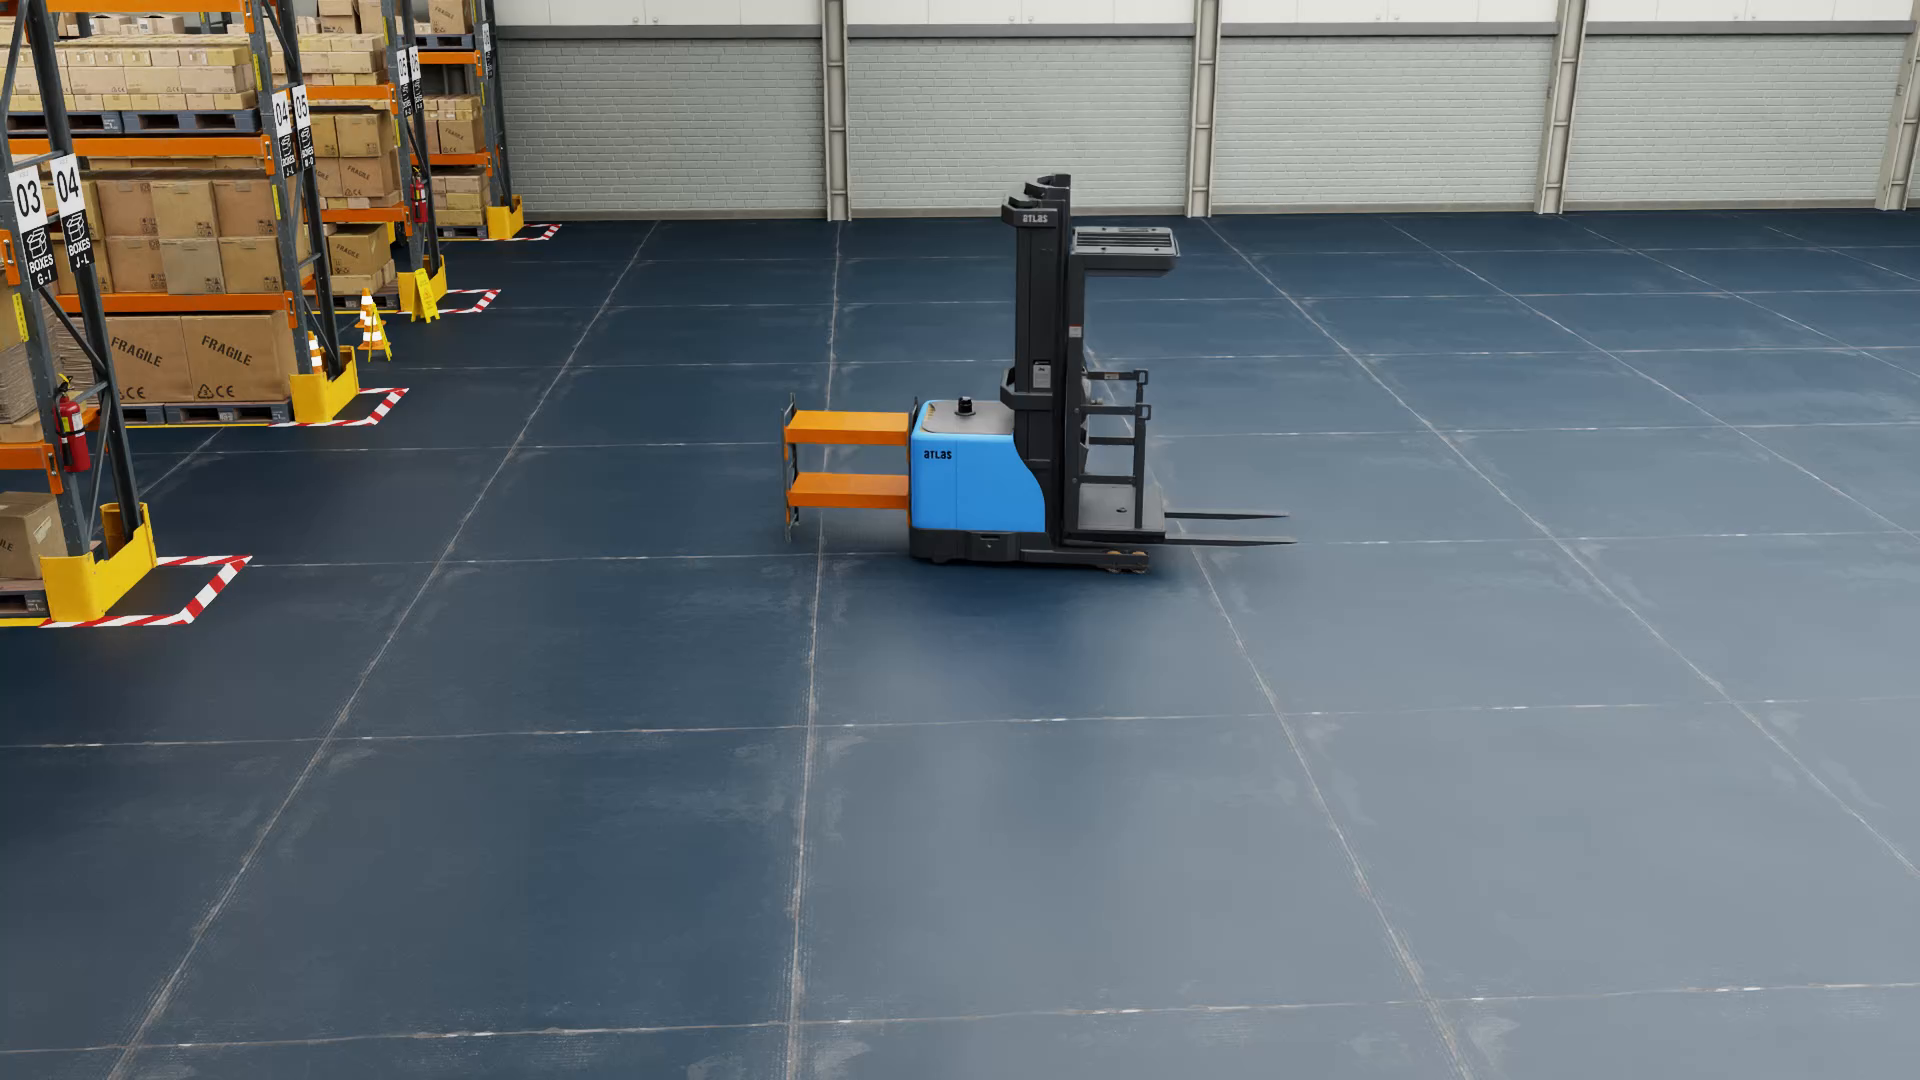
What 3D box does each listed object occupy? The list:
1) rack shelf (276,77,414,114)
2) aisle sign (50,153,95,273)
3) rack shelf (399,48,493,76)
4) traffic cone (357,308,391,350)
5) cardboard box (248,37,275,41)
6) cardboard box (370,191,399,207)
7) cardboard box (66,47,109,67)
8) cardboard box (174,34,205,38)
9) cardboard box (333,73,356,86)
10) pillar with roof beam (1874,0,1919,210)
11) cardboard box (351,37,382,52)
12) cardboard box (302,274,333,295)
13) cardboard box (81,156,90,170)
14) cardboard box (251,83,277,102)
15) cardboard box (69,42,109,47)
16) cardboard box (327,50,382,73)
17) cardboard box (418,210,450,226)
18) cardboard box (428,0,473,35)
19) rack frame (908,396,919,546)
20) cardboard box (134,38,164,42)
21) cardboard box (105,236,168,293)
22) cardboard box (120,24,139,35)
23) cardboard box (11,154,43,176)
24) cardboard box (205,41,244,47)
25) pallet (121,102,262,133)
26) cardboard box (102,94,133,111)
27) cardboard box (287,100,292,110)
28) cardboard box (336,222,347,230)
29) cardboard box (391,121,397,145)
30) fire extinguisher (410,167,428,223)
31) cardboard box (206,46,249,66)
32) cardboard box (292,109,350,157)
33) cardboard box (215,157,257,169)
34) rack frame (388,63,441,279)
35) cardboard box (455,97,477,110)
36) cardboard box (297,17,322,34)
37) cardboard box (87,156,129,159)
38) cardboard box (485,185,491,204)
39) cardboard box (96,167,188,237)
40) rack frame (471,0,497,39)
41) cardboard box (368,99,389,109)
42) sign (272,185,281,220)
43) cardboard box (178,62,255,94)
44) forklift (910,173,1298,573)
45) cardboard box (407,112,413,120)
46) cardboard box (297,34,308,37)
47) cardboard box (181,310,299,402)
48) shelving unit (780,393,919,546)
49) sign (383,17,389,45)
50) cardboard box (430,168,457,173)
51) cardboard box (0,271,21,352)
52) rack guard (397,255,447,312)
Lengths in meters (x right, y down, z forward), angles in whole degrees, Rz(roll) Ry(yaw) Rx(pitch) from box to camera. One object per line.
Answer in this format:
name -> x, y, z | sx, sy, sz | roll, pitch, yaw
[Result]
rack shelf -> -8.954, -5.562, 20.810 | 4.000, 0.370, 1.077 | -1, 21, -3
aisle sign -> -6.347, -2.340, 11.897 | 0.004, 0.787, 0.394 | -1, 21, -3
rack shelf -> -9.241, -7.326, 25.442 | 4.000, 0.370, 1.077 | -1, 21, -3
traffic cone -> -6.910, -2.497, 19.530 | 0.334, 0.463, 0.336 | -1, 21, -3
cardboard box -> -8.555, -6.094, 20.428 | 0.250, 0.149, 0.380 | -2, 21, -5
cardboard box -> -7.318, -4.336, 21.148 | 0.250, 0.149, 0.380 | 0, 21, -1
cardboard box -> -8.160, -4.528, 15.584 | 0.250, 0.149, 0.380 | -1, 21, -4
cardboard box -> -9.608, -6.224, 20.769 | 0.250, 0.149, 0.380 | -2, 21, -4
cardboard box -> -7.544, -5.698, 20.510 | 0.250, 0.149, 0.380 | -1, 21, -3
pillar with roof beam -> 16.216, -8.368, 22.954 | 0.400, 9.000, 9.100 | -1, 21, -3
cardboard box -> -7.278, -6.083, 20.398 | 0.250, 0.149, 0.380 | -1, 21, -3
cardboard box -> -8.267, -3.329, 21.423 | 0.500, 0.250, 0.500 | -1, 21, -3
cardboard box -> -11.435, -4.930, 21.207 | 0.500, 0.500, 0.500 | -1, 21, -2
cardboard box -> -6.934, -4.415, 16.409 | 0.250, 0.149, 0.380 | -1, 21, -3
cardboard box -> -8.450, -4.757, 16.185 | 0.250, 0.149, 0.380 | -1, 21, -2
cardboard box -> -7.453, -5.902, 20.484 | 0.500, 0.250, 0.500 | -1, 21, -4
cardboard box -> -8.192, -5.083, 26.031 | 0.500, 0.250, 0.500 | -1, 21, -3
cardboard box -> -7.672, -7.896, 25.059 | 0.500, 0.500, 0.500 | 0, 21, -1
rack frame -> -0.375, -0.561, 13.515 | 0.032, 1.125, 0.500 | 2, 21, 4
cardboard box -> -9.832, -6.017, 20.227 | 0.250, 0.149, 0.380 | -1, 21, -3
cardboard box -> -8.056, -2.842, 16.659 | 0.550, 0.550, 0.875 | -1, 21, -3
cardboard box -> -12.318, -7.616, 24.817 | 0.250, 0.149, 0.380 | -1, 21, -3
cardboard box -> -6.680, -2.612, 11.700 | 0.250, 0.149, 0.380 | -1, 21, -3
cardboard box -> -7.176, -4.783, 16.253 | 0.250, 0.149, 0.380 | -1, 21, -3
pallet -> -7.314, -4.123, 16.142 | 1.213, 0.211, 1.003 | -1, 21, -3
cardboard box -> -7.903, -4.161, 15.740 | 0.250, 0.149, 0.380 | -1, 21, -4
cardboard box -> -10.130, -6.624, 25.333 | 0.250, 0.149, 0.380 | -1, 21, -2
cardboard box -> -8.324, -3.868, 21.785 | 0.500, 0.500, 0.500 | -2, 21, -5
cardboard box -> -8.751, -6.226, 25.618 | 0.500, 0.500, 0.500 | -2, 21, -4
fire extinguisher -> -6.817, -4.340, 20.913 | 0.183, 0.674, 0.296 | -1, 21, -3
cardboard box -> -6.891, -4.554, 15.652 | 0.250, 0.149, 0.380 | -1, 21, -3
cardboard box -> -7.961, -5.095, 20.823 | 0.500, 0.500, 0.700 | -1, 21, -3
cardboard box -> -8.990, -4.593, 20.911 | 0.500, 0.500, 0.500 | -1, 21, -2
rack frame -> -6.957, -4.537, 21.323 | 0.127, 3.000, 1.000 | -1, 21, -3
cardboard box -> -7.590, -6.707, 25.552 | 0.250, 0.149, 0.380 | -1, 21, -3
cardboard box -> -9.739, -7.724, 24.934 | 0.258, 0.266, 0.396 | -2, 21, -4
cardboard box -> -10.499, -5.041, 20.682 | 0.500, 0.500, 0.700 | -1, 21, -4
cardboard box -> -7.726, -5.510, 26.448 | 0.500, 0.250, 0.500 | -1, 21, -2
cardboard box -> -8.057, -3.355, 16.489 | 0.550, 0.550, 0.875 | -1, 21, -3
rack frame -> -7.244, -9.104, 24.887 | 0.127, 3.000, 1.000 | -1, 21, -3
cardboard box -> -8.858, -6.646, 25.390 | 0.250, 0.149, 0.380 | -1, 21, -2
sign -> -6.557, -3.240, 15.955 | 0.005, 0.325, 0.100 | -1, 21, -3
cardboard box -> -7.047, -4.386, 15.770 | 0.500, 0.250, 0.500 | -1, 21, -2
forklift -> 1.153, -1.308, 12.938 | 3.031, 2.935, 1.130 | 2, 21, 4
cardboard box -> -8.339, -6.544, 25.540 | 0.250, 0.149, 0.380 | -1, 21, -3
cardboard box -> -8.324, -6.248, 20.833 | 0.250, 0.149, 0.380 | -1, 21, -3
cardboard box -> -7.247, -1.947, 16.915 | 0.875, 0.875, 0.875 | -1, 21, -3
shelving unit -> -0.882, -0.576, 13.554 | 1.048, 1.125, 0.538 | 2, 21, 4
sign -> -6.946, -6.155, 20.113 | 0.005, 0.325, 0.100 | -1, 21, -3
cardboard box -> -8.234, -5.725, 26.311 | 0.500, 0.250, 0.500 | -1, 21, -3
cardboard box -> -6.927, -1.571, 11.568 | 0.500, 0.500, 0.500 | -1, 21, -3
rack guard -> -7.033, -3.368, 21.764 | 0.348, 0.500, 1.175 | -1, 21, -3
